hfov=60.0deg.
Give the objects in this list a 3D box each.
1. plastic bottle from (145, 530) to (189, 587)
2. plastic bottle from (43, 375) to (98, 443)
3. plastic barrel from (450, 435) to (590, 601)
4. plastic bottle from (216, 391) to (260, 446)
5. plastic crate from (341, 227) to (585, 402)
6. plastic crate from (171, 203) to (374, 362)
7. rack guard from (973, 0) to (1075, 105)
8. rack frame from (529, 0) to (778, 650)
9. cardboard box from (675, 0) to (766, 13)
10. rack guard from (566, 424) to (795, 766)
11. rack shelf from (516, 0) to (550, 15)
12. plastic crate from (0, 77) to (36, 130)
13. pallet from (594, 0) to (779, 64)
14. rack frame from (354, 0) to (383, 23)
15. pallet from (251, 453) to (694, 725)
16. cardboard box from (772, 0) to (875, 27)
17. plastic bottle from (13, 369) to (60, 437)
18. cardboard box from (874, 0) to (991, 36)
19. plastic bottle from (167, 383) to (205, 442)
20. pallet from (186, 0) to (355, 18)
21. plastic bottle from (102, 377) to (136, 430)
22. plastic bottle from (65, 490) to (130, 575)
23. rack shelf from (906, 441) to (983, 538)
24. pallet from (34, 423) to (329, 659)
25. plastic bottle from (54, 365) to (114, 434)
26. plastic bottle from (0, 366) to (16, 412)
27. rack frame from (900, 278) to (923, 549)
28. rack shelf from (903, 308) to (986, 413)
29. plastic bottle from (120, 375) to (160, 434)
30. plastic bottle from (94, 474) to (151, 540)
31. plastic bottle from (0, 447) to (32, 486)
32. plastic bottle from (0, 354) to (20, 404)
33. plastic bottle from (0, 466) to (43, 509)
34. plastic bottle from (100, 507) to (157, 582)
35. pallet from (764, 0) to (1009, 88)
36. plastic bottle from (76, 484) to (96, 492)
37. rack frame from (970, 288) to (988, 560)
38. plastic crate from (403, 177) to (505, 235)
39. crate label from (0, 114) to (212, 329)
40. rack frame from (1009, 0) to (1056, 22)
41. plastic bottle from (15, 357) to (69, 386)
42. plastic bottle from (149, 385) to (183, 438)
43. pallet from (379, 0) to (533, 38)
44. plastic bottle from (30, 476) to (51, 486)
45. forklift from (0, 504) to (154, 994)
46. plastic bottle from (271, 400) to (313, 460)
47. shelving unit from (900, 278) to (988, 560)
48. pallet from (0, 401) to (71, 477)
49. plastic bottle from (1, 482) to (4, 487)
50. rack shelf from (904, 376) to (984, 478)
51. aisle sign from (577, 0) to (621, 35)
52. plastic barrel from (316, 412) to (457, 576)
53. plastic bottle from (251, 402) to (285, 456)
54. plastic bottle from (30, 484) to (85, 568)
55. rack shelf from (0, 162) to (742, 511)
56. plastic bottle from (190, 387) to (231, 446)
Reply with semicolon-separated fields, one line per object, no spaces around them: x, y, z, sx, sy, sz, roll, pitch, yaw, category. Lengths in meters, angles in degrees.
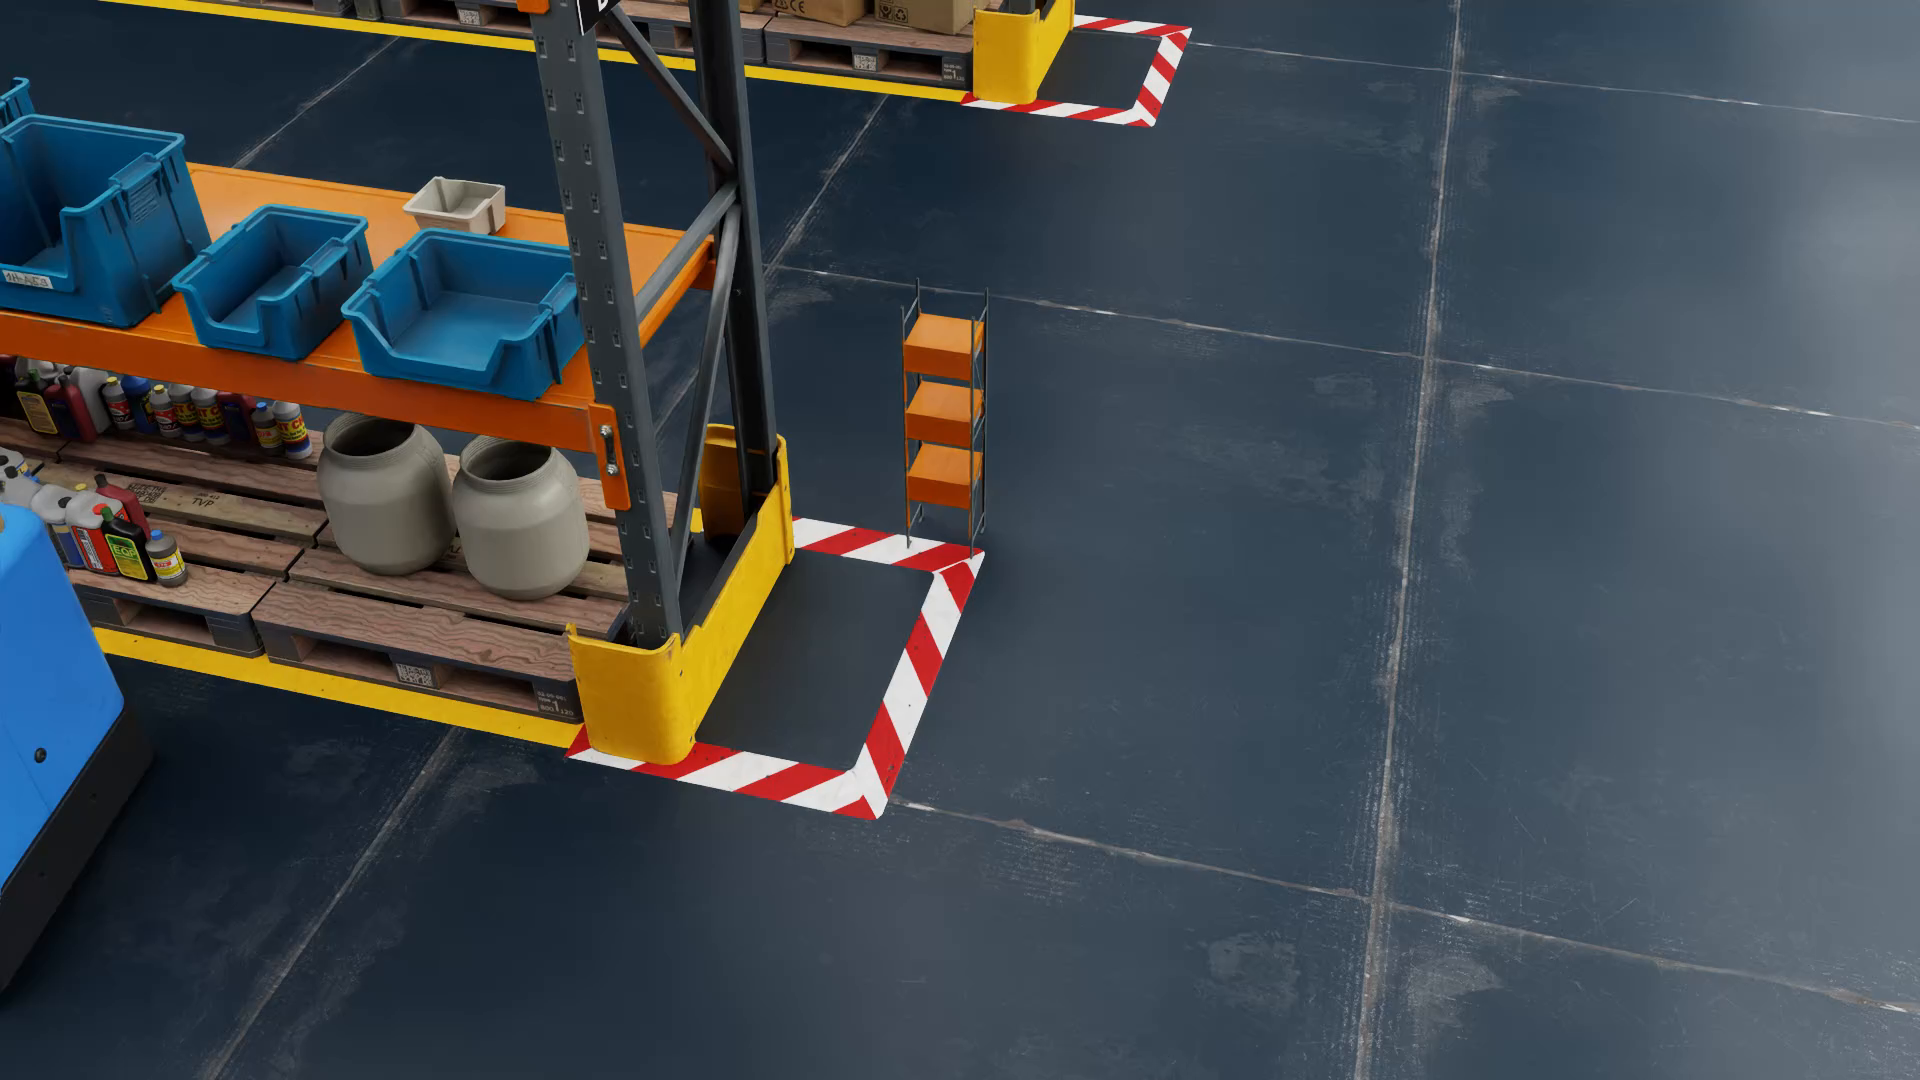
-2.720;0.053;5.689;0.097;0.201;0.097;0;40;0;plastic bottle
-3.374;-0.502;6.285;0.133;0.283;0.061;10;41;11;plastic bottle
-1.488;-0.088;5.630;0.421;0.512;0.421;0;40;0;plastic barrel
-2.718;-0.490;6.271;0.133;0.283;0.061;10;41;12;plastic bottle
-1.394;-0.658;4.817;0.616;0.251;0.499;10;41;11;plastic crate
-2.019;-0.769;4.949;0.408;0.251;0.499;10;41;11;plastic crate
0.374;-2.950;9.374;0.348;0.500;1.175;10;41;11;rack guard
-0.833;-0.818;4.891;0.127;3.000;1.000;10;41;11;rack frame
-1.338;-3.406;9.591;0.500;0.500;0.500;13;42;15;cardboard box
-0.918;0.156;5.675;0.348;0.500;1.175;10;41;11;rack guard
-2.765;-2.023;4.554;4.000;0.370;1.077;10;41;11;rack shelf
-3.558;-1.410;5.712;0.616;0.251;0.499;10;41;11;plastic crate
-1.576;-3.201;9.897;1.213;0.211;1.003;10;41;11;pallet
-3.417;-4.560;9.347;0.127;3.000;1.000;10;41;11;rack frame
-1.702;0.128;5.933;1.213;0.211;1.003;10;41;11;pallet
-0.738;-3.291;9.453;0.500;0.500;0.500;20;44;23;cardboard box
-3.504;-0.529;6.318;0.133;0.283;0.061;10;41;11;plastic bottle
-0.151;-3.212;9.360;0.500;0.500;0.500;17;43;19;cardboard box
-2.931;-0.510;6.304;0.097;0.271;0.097;0;40;0;plastic bottle
-4.169;-3.620;10.397;1.213;0.211;1.003;10;41;11;pallet
-3.226;-0.534;6.387;0.097;0.201;0.097;0;40;0;plastic bottle
-2.957;-0.035;5.735;0.135;0.276;0.152;10;41;12;plastic bottle
-0.052;-0.190;6.109;0.240;0.259;0.215;10;41;11;rack shelf
-2.877;-0.076;6.176;1.213;0.211;1.003;10;41;11;pallet
-3.347;-0.565;6.366;0.135;0.276;0.152;10;41;12;plastic bottle
-3.815;-0.677;6.441;0.185;0.351;0.144;8;41;9;plastic bottle
-0.169;-0.432;5.947;0.008;1.050;0.200;10;41;11;rack frame
-0.052;-0.621;5.748;0.240;0.259;0.215;10;41;11;rack shelf
-3.127;-0.544;6.344;0.097;0.271;0.097;0;40;0;plastic bottle
-2.930;-0.104;5.811;0.133;0.283;0.061;10;41;11;plastic bottle
-3.417;-0.210;5.944;0.135;0.276;0.152;10;41;11;plastic bottle
-3.647;-0.650;6.461;0.133;0.283;0.061;12;42;14;plastic bottle
-3.252;-0.112;5.768;0.185;0.351;0.144;11;41;13;plastic bottle
-2.838;0.013;5.672;0.133;0.283;0.061;11;41;12;plastic bottle
-0.402;-2.997;9.654;1.213;0.211;1.003;10;41;11;pallet
-3.076;-0.110;5.882;0.097;0.201;0.097;0;40;0;plastic bottle
0.066;-0.391;5.899;0.008;1.050;0.200;10;41;11;rack frame
-1.614;-1.065;5.391;0.250;0.136;0.298;10;41;11;plastic crate
-2.681;-0.969;5.044;0.616;0.435;0.502;10;41;11;crate label
0.448;-3.895;8.555;0.127;3.000;1.000;10;41;11;rack frame
-3.503;-0.623;6.377;0.185;0.351;0.144;10;41;11;plastic bottle
-3.027;-0.500;6.346;0.097;0.201;0.097;0;40;0;plastic bottle
-2.759;-3.402;10.137;1.213;0.211;1.003;10;41;11;pallet
-3.263;-0.137;5.914;0.097;0.201;0.097;0;40;0;plastic bottle
-4.127;-0.191;4.198;3.031;2.935;1.130;4;40;5;forklift
-2.504;-0.436;6.216;0.097;0.271;0.097;0;40;0;plastic bottle
-0.052;-0.411;5.923;0.252;1.050;0.215;10;41;11;shelving unit
-4.059;-0.277;6.416;1.213;0.211;1.003;10;41;11;pallet
-3.431;-0.143;5.805;0.185;0.351;0.144;9;41;11;plastic bottle
-0.052;-0.403;5.930;0.240;0.259;0.215;10;41;11;rack shelf
-0.840;-1.617;3.821;0.004;0.787;0.394;10;41;11;aisle sign
-1.972;-0.171;5.729;0.421;0.512;0.421;0;40;0;plastic barrel
-2.604;-0.427;6.259;0.097;0.201;0.097;0;40;0;plastic bottle
-3.091;-0.058;5.762;0.135;0.276;0.152;9;41;10;plastic bottle
-2.765;-0.875;5.518;4.000;0.370;1.077;10;41;11;rack shelf
-2.835;-0.493;6.284;0.097;0.271;0.097;0;40;0;plastic bottle
